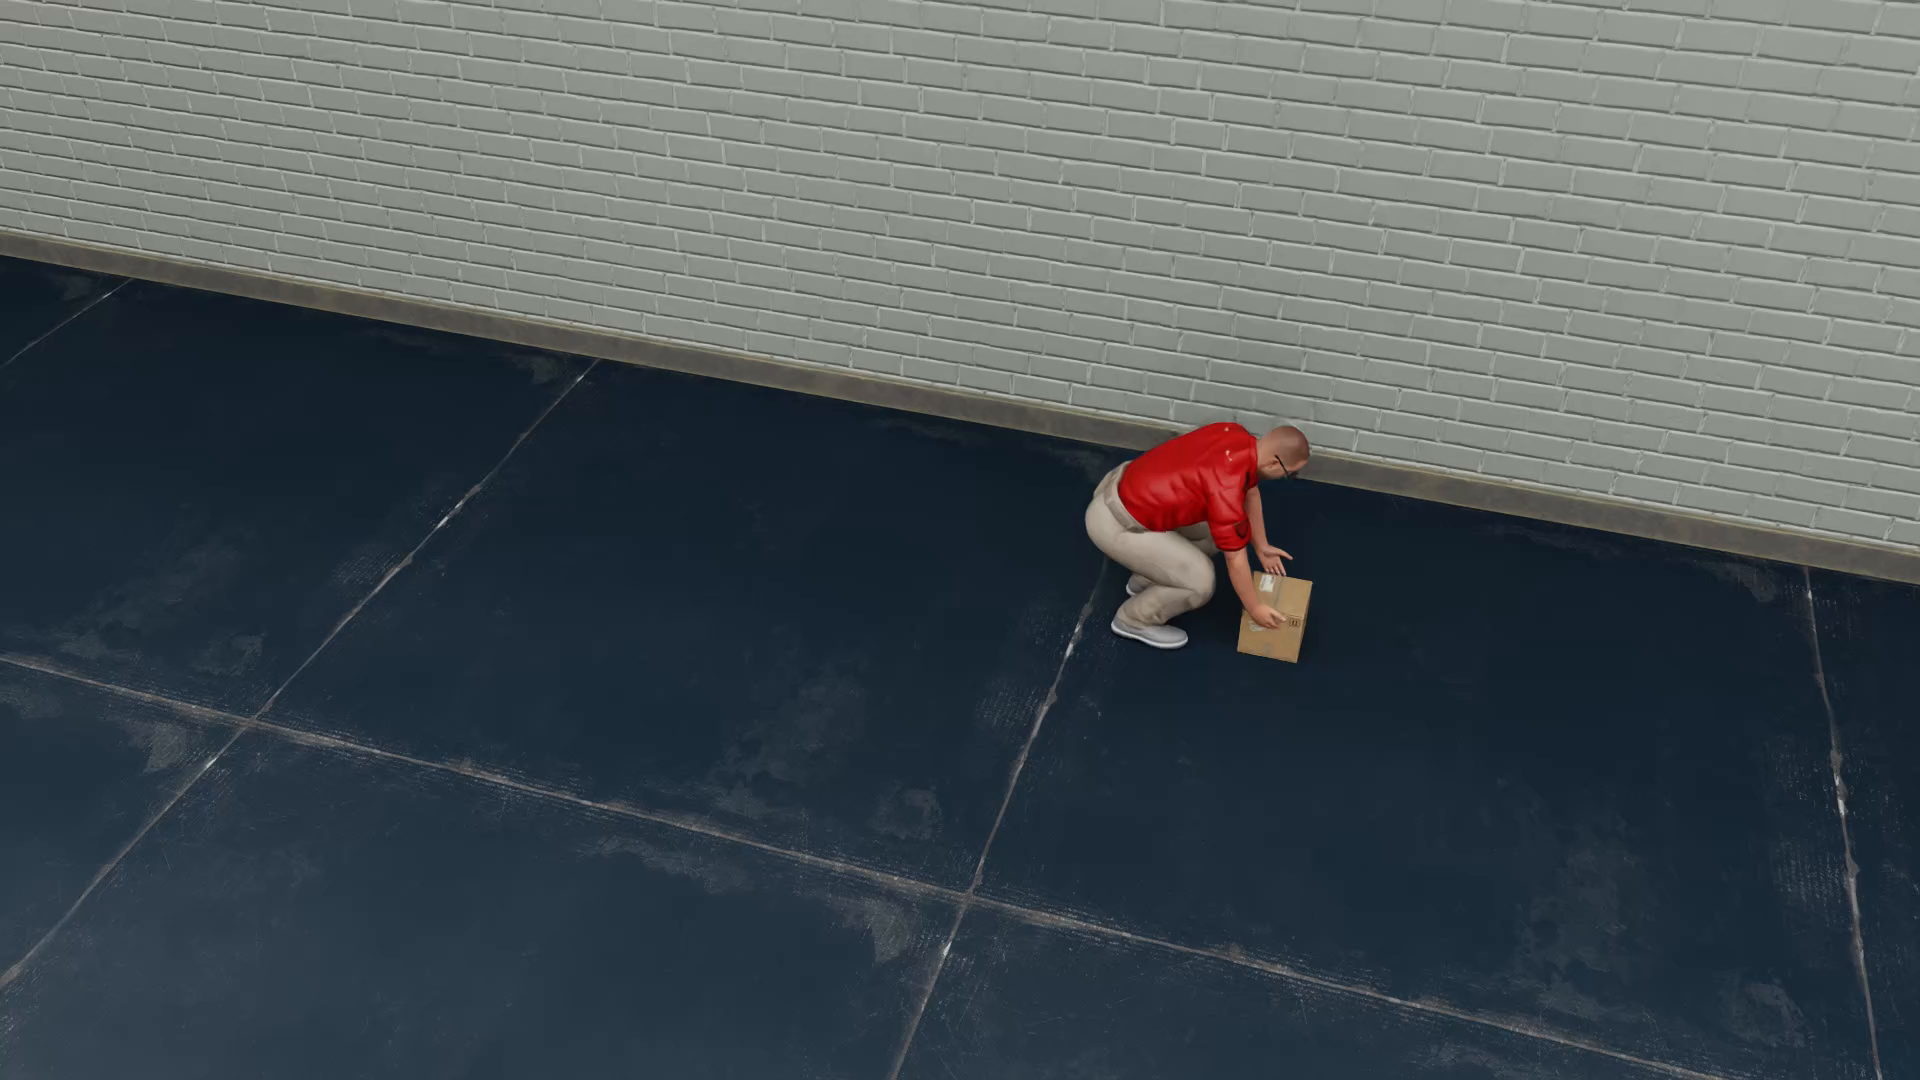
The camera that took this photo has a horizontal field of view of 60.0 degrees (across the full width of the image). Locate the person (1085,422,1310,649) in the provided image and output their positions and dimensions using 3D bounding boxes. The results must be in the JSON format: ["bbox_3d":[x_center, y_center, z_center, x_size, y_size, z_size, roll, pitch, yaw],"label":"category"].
[{"bbox_3d":[0.967,-0.069,6.857,0.867,1.012,0.569,11,38,14],"label":"person"}]
